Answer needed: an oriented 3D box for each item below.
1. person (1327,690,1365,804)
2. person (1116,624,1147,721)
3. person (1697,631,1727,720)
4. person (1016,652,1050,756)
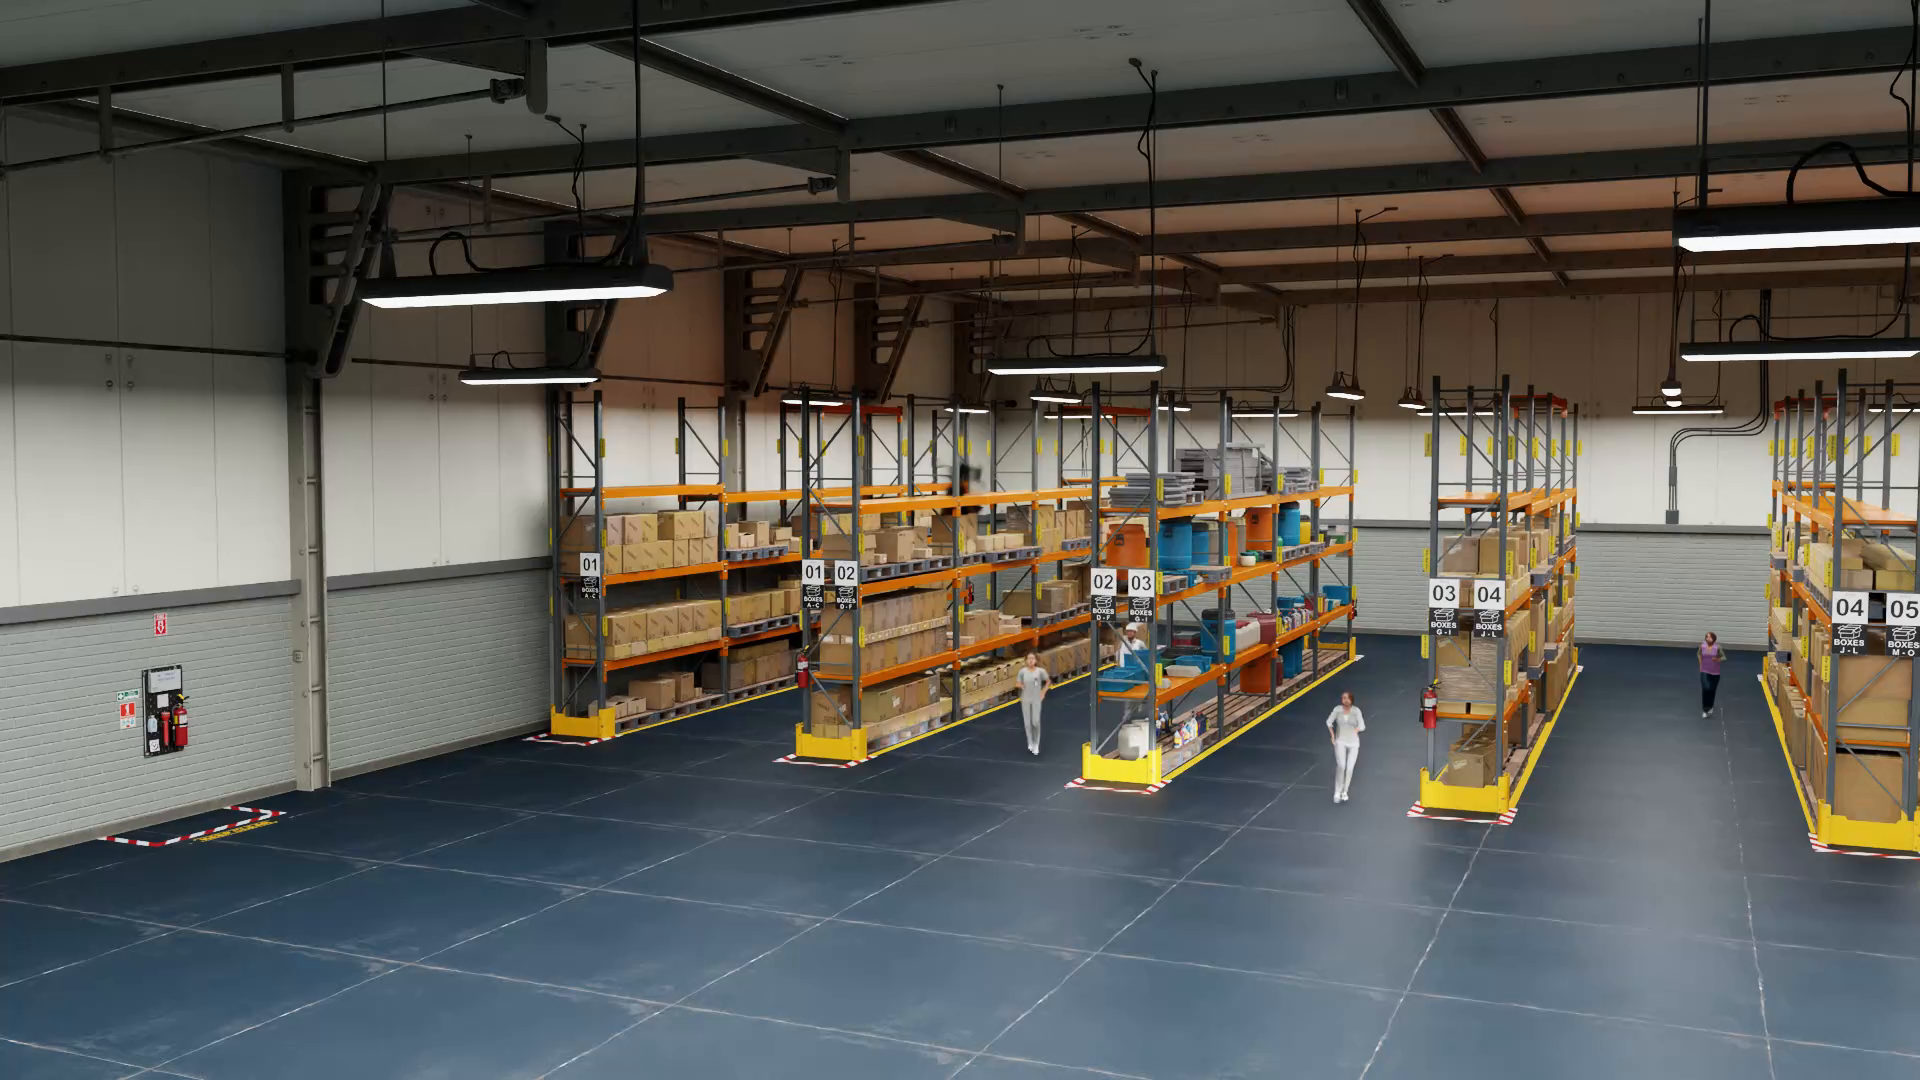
[{"bbox_3d":[5.462,2.931,23.535,0.534,1.555,0.554,1,3,12],"label":"person"},{"bbox_3d":[3.170,2.425,30.782,0.670,1.761,0.751,1,3,24],"label":"person"},{"bbox_3d":[13.935,2.508,30.844,0.510,1.650,0.723,2,4,27],"label":"person"},{"bbox_3d":[1.177,2.669,27.166,0.545,1.689,0.654,1,3,11],"label":"person"}]
